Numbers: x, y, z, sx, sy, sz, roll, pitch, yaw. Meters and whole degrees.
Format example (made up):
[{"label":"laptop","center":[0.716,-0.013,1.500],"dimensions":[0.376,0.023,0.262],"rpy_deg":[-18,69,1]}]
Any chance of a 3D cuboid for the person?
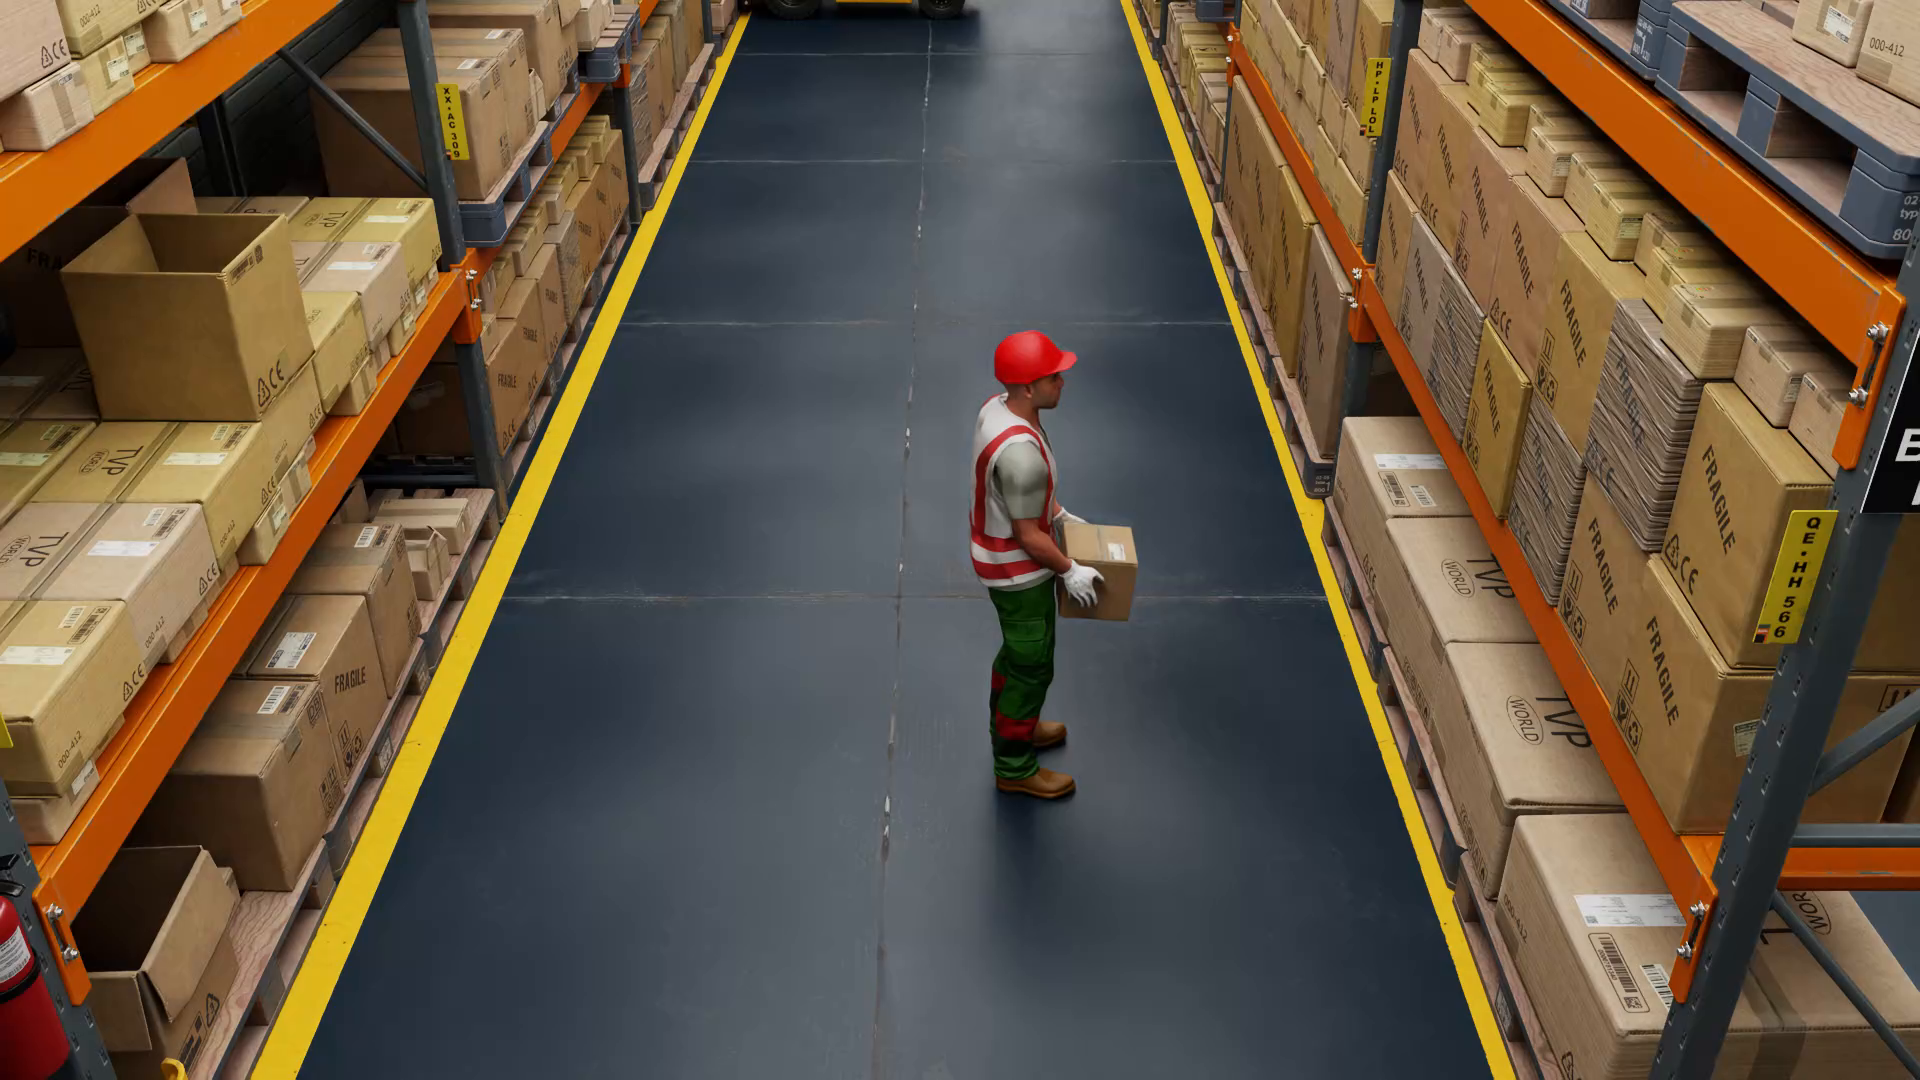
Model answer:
[{"label":"person","center":[0.252,0.078,5.990],"dimensions":[0.447,1.780,0.620],"rpy_deg":[-2,31,-3]}]
